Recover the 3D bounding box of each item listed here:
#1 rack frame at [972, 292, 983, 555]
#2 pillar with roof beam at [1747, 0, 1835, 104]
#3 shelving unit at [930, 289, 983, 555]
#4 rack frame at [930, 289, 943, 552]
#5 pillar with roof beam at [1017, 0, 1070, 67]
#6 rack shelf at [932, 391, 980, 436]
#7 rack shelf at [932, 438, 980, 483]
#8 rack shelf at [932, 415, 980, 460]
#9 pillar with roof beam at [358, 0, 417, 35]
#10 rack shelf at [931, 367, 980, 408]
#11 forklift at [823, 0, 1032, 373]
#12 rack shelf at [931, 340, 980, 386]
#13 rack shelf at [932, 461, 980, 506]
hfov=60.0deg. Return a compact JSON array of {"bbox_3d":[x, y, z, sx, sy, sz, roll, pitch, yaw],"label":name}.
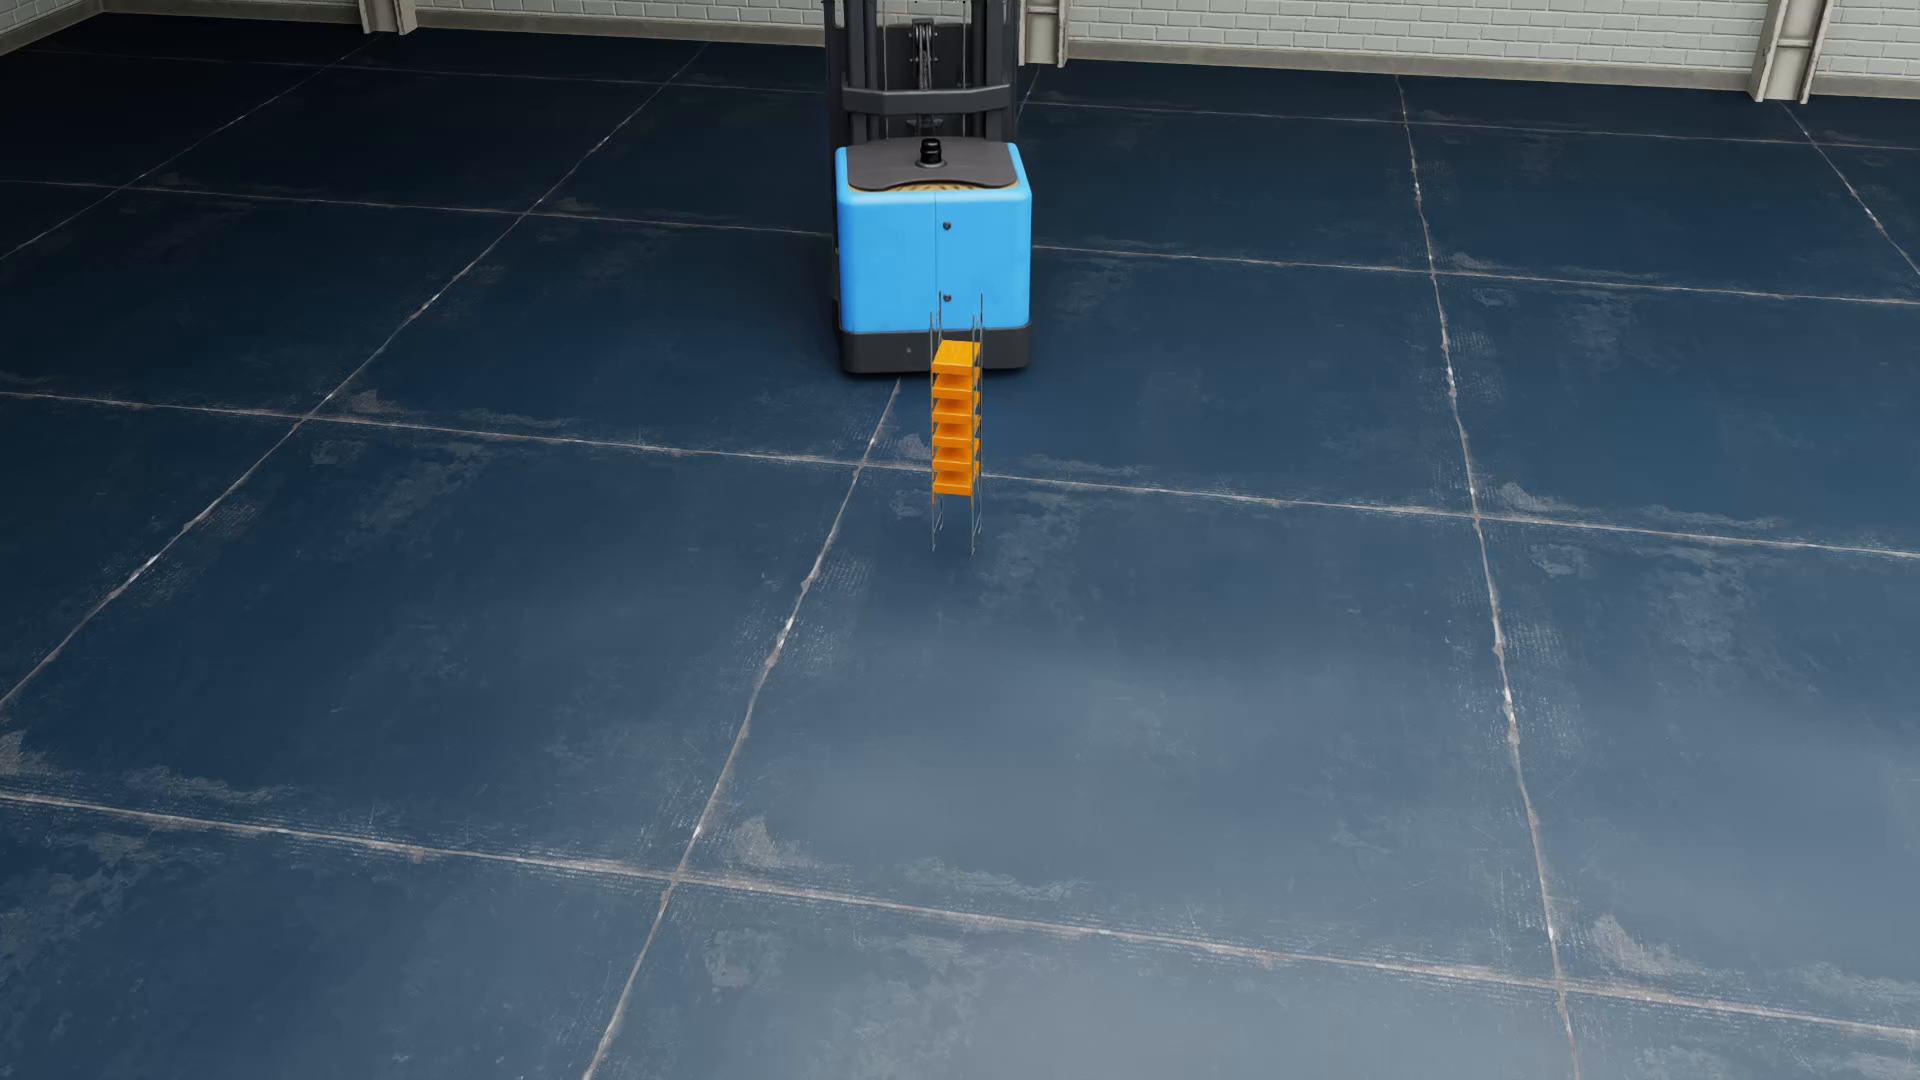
[{"bbox_3d":[0.076,-0.502,7.421,0.006,1.200,0.240,5,32,8],"label":"rack frame"},{"bbox_3d":[5.904,-5.161,7.514,0.400,9.000,9.100,5,32,8],"label":"pillar with roof beam"},{"bbox_3d":[-0.014,-0.510,7.434,0.189,1.200,0.258,5,32,8],"label":"shelving unit"},{"bbox_3d":[-0.104,-0.518,7.447,0.006,1.200,0.240,5,32,8],"label":"rack frame"},{"bbox_3d":[-0.010,-5.697,8.370,0.400,9.000,9.100,5,32,8],"label":"pillar with roof beam"},{"bbox_3d":[-0.014,-0.574,7.394,0.180,0.103,0.258,5,32,8],"label":"rack shelf"},{"bbox_3d":[-0.014,-0.370,7.521,0.180,0.103,0.258,5,32,8],"label":"rack shelf"},{"bbox_3d":[-0.014,-0.472,7.457,0.180,0.103,0.258,5,32,8],"label":"rack shelf"},{"bbox_3d":[-5.925,-6.232,9.226,0.400,9.000,9.100,5,32,8],"label":"pillar with roof beam"},{"bbox_3d":[-0.014,-0.676,7.330,0.180,0.103,0.258,5,32,8],"label":"rack shelf"},{"bbox_3d":[-0.239,-2.907,9.632,1.130,2.935,3.031,-2,32,-4],"label":"forklift"},{"bbox_3d":[-0.014,-0.777,7.266,0.180,0.103,0.258,5,32,8],"label":"rack shelf"},{"bbox_3d":[-0.014,-0.269,7.585,0.180,0.103,0.258,5,32,8],"label":"rack shelf"}]
